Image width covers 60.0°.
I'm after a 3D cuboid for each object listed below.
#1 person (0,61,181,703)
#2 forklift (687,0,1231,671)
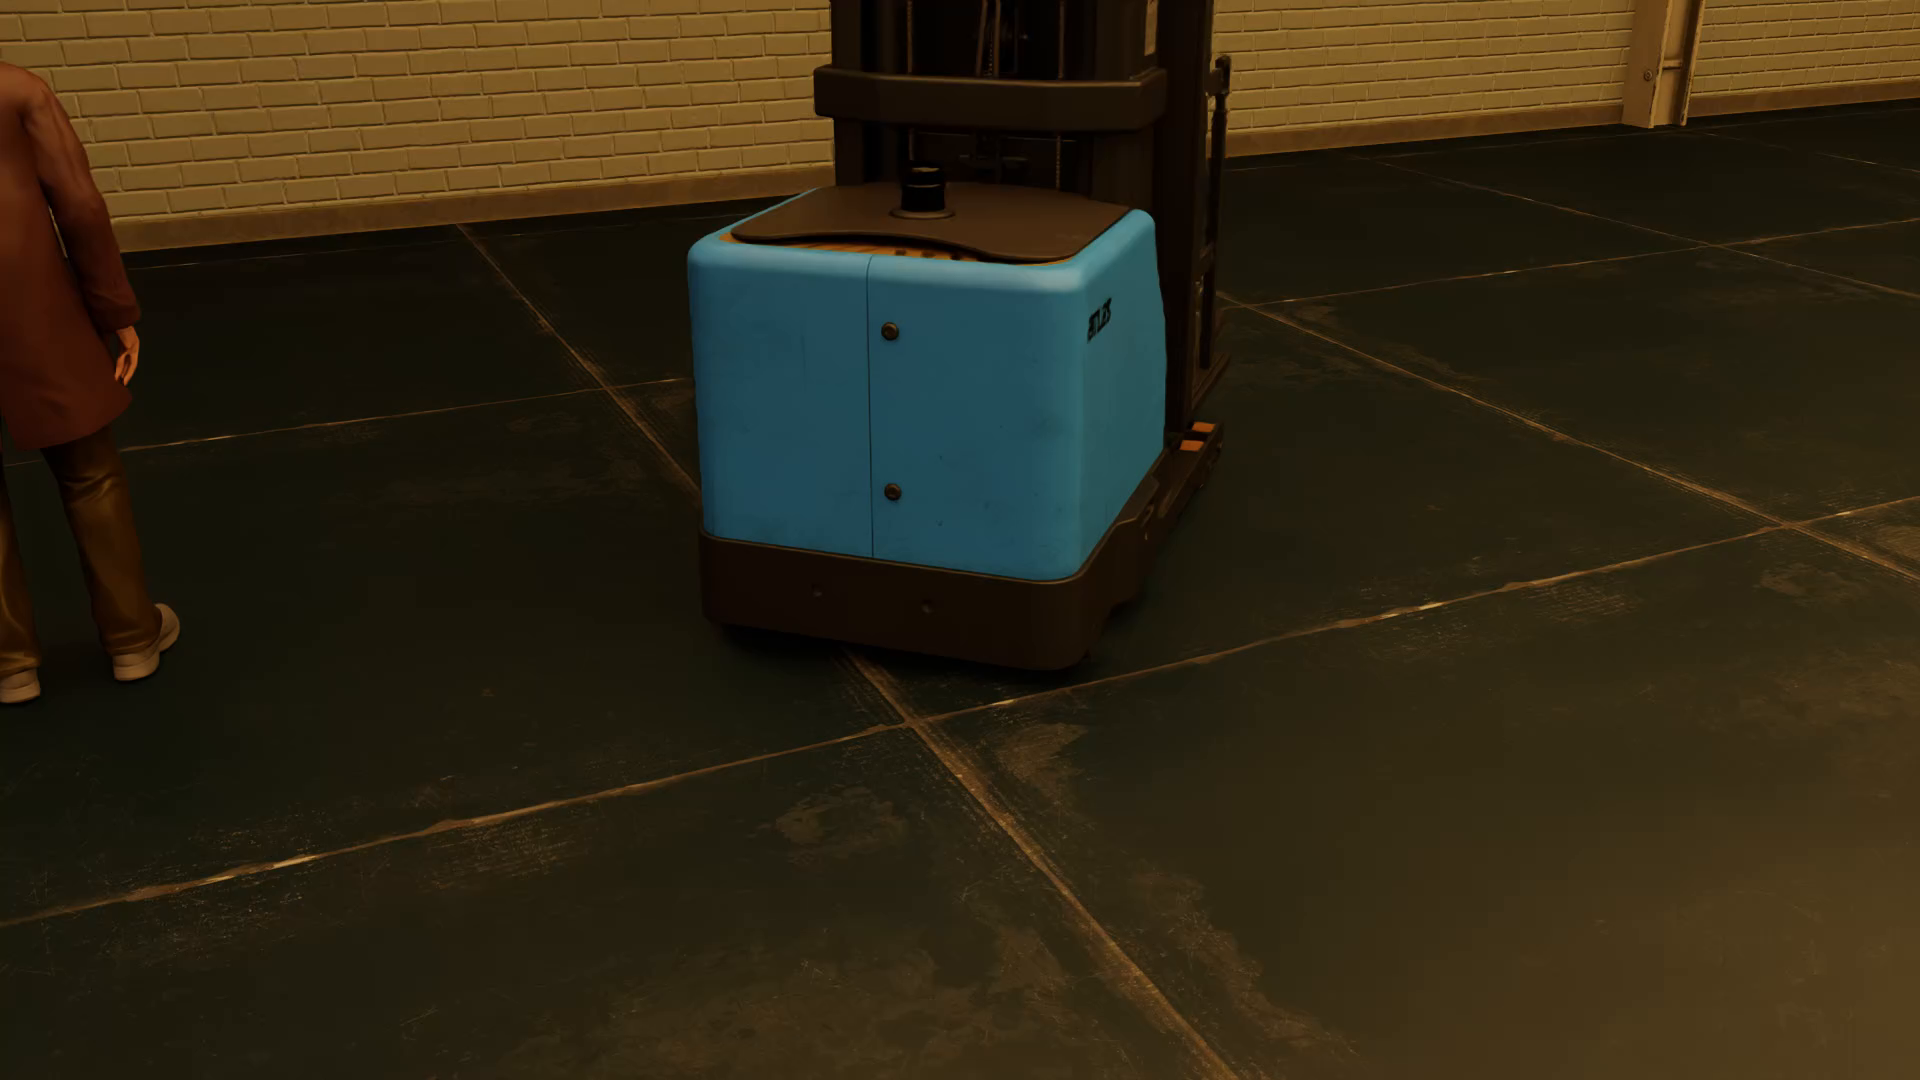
[{"bbox_3d":[-2.302,-0.479,3.950,0.659,1.772,0.438,-10,24,-22],"label":"person"},{"bbox_3d":[0.268,-1.564,5.051,1.130,2.935,3.031,7,24,17],"label":"forklift"}]
